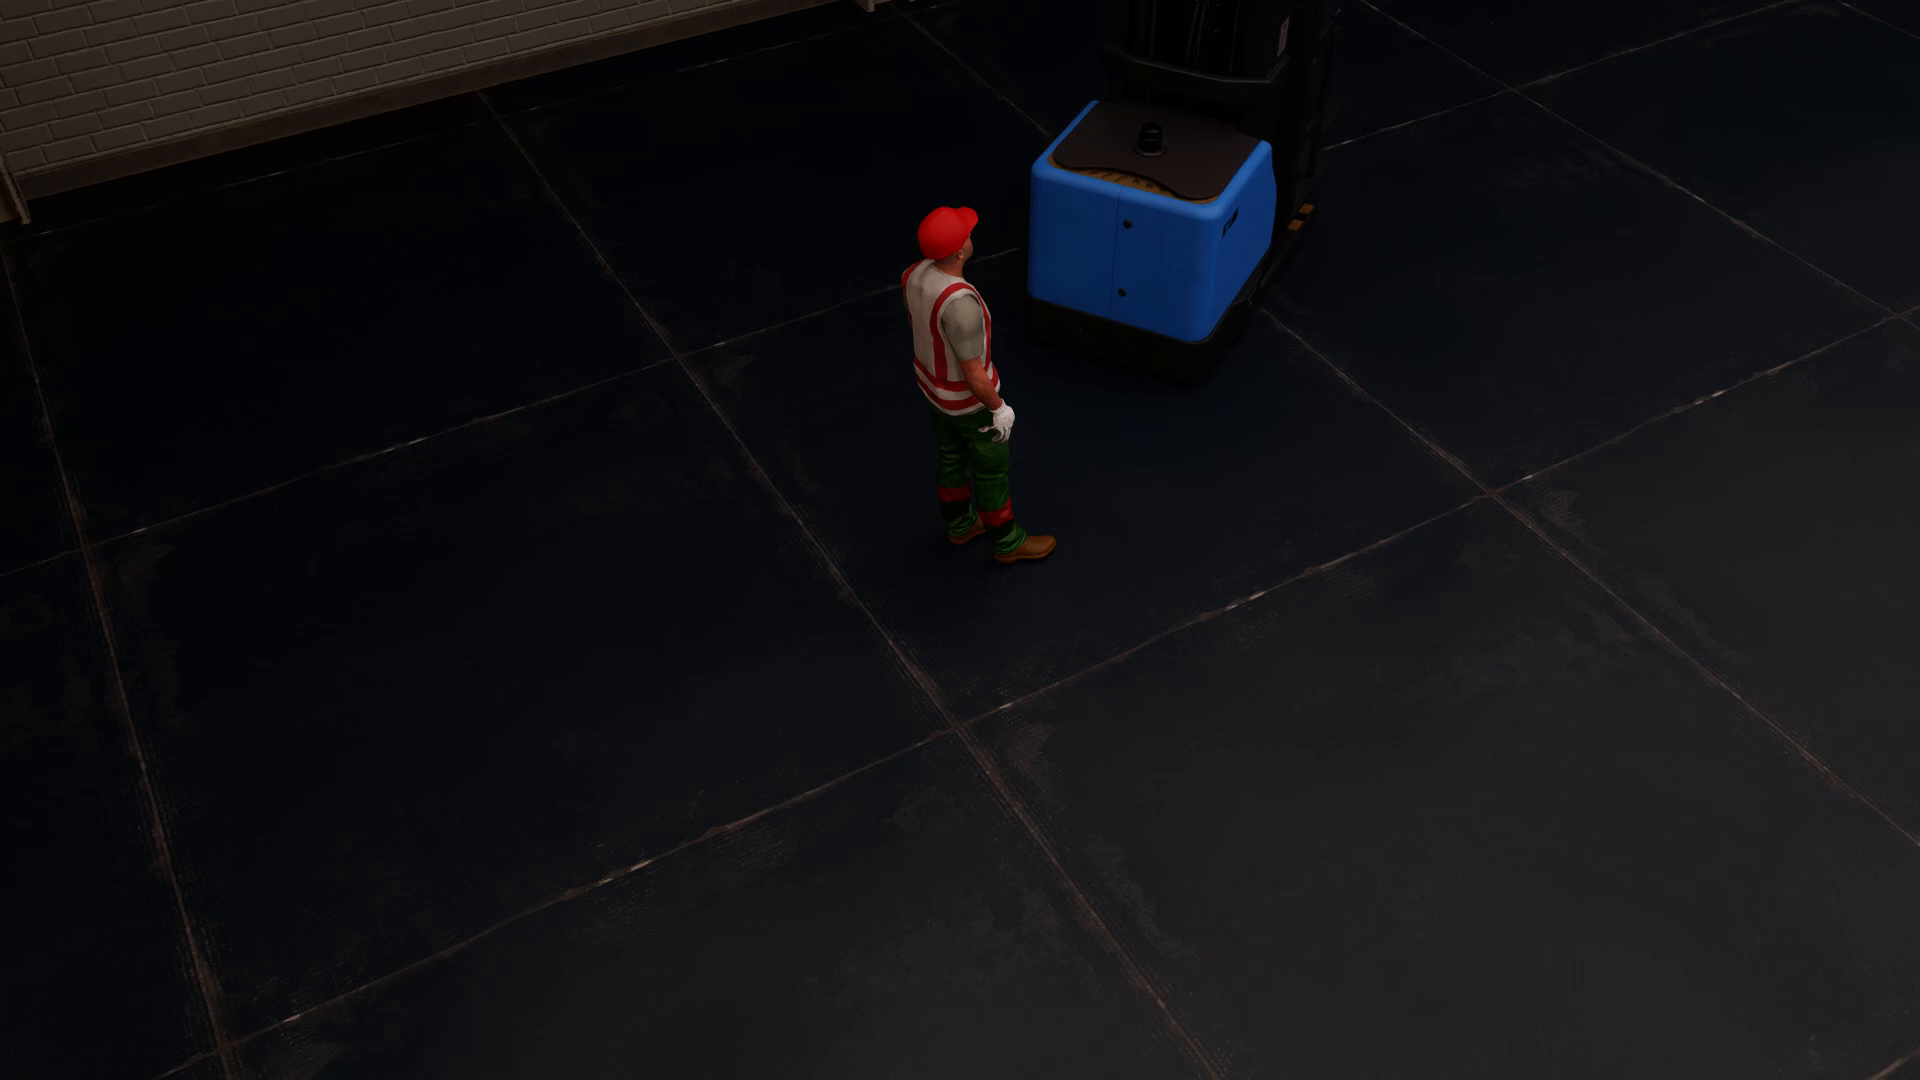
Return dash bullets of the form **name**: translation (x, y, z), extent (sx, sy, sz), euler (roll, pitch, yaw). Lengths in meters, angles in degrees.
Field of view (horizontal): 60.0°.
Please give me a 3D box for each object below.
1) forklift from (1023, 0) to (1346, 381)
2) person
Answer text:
- **forklift**: translation (1.459, -2.901, 8.826), extent (1.130, 2.935, 3.031), euler (19, 46, 19)
- **person**: translation (0.076, -0.682, 7.263), extent (0.562, 1.789, 0.638), euler (-21, 47, -21)
